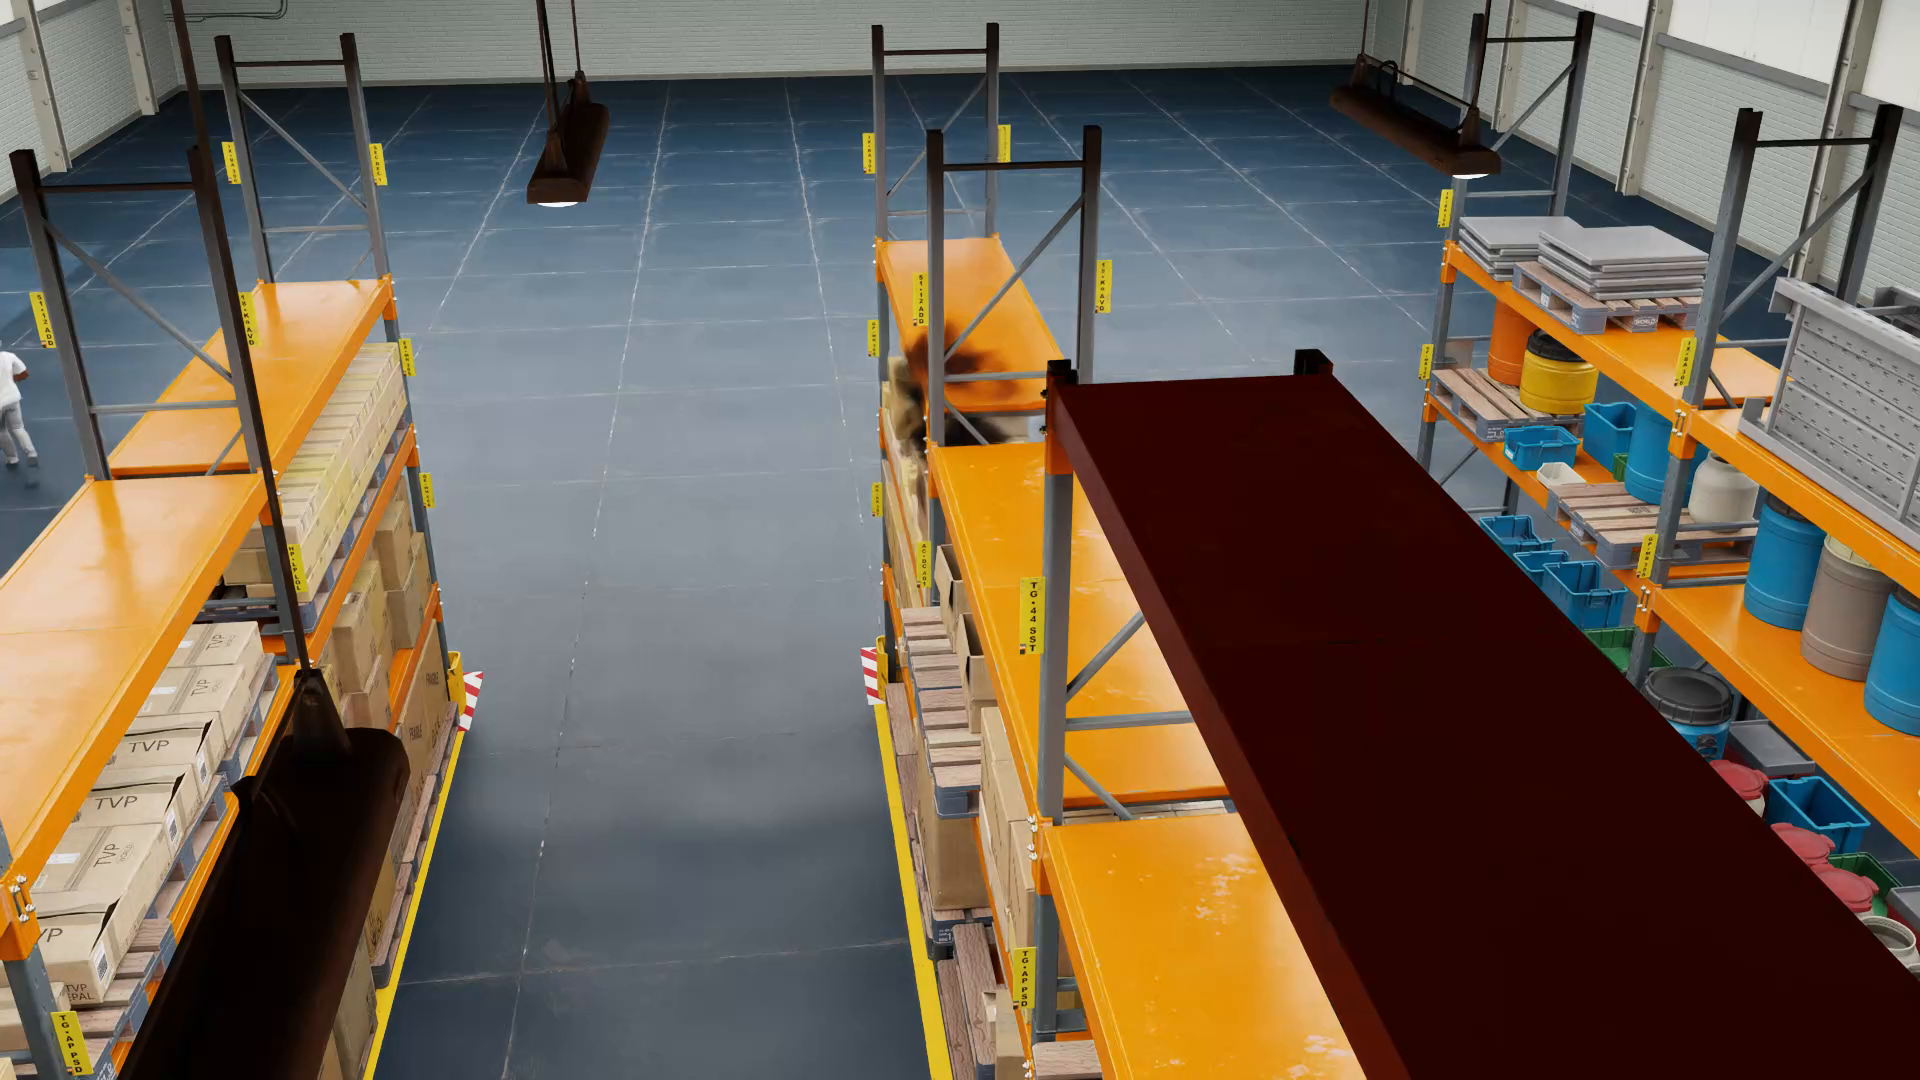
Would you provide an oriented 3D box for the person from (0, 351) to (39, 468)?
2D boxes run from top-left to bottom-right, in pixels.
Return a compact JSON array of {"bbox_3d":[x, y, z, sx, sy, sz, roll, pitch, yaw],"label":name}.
[{"bbox_3d":[-11.450,-1.635,19.902,1.006,1.757,0.725,21,33,37],"label":"person"}]
